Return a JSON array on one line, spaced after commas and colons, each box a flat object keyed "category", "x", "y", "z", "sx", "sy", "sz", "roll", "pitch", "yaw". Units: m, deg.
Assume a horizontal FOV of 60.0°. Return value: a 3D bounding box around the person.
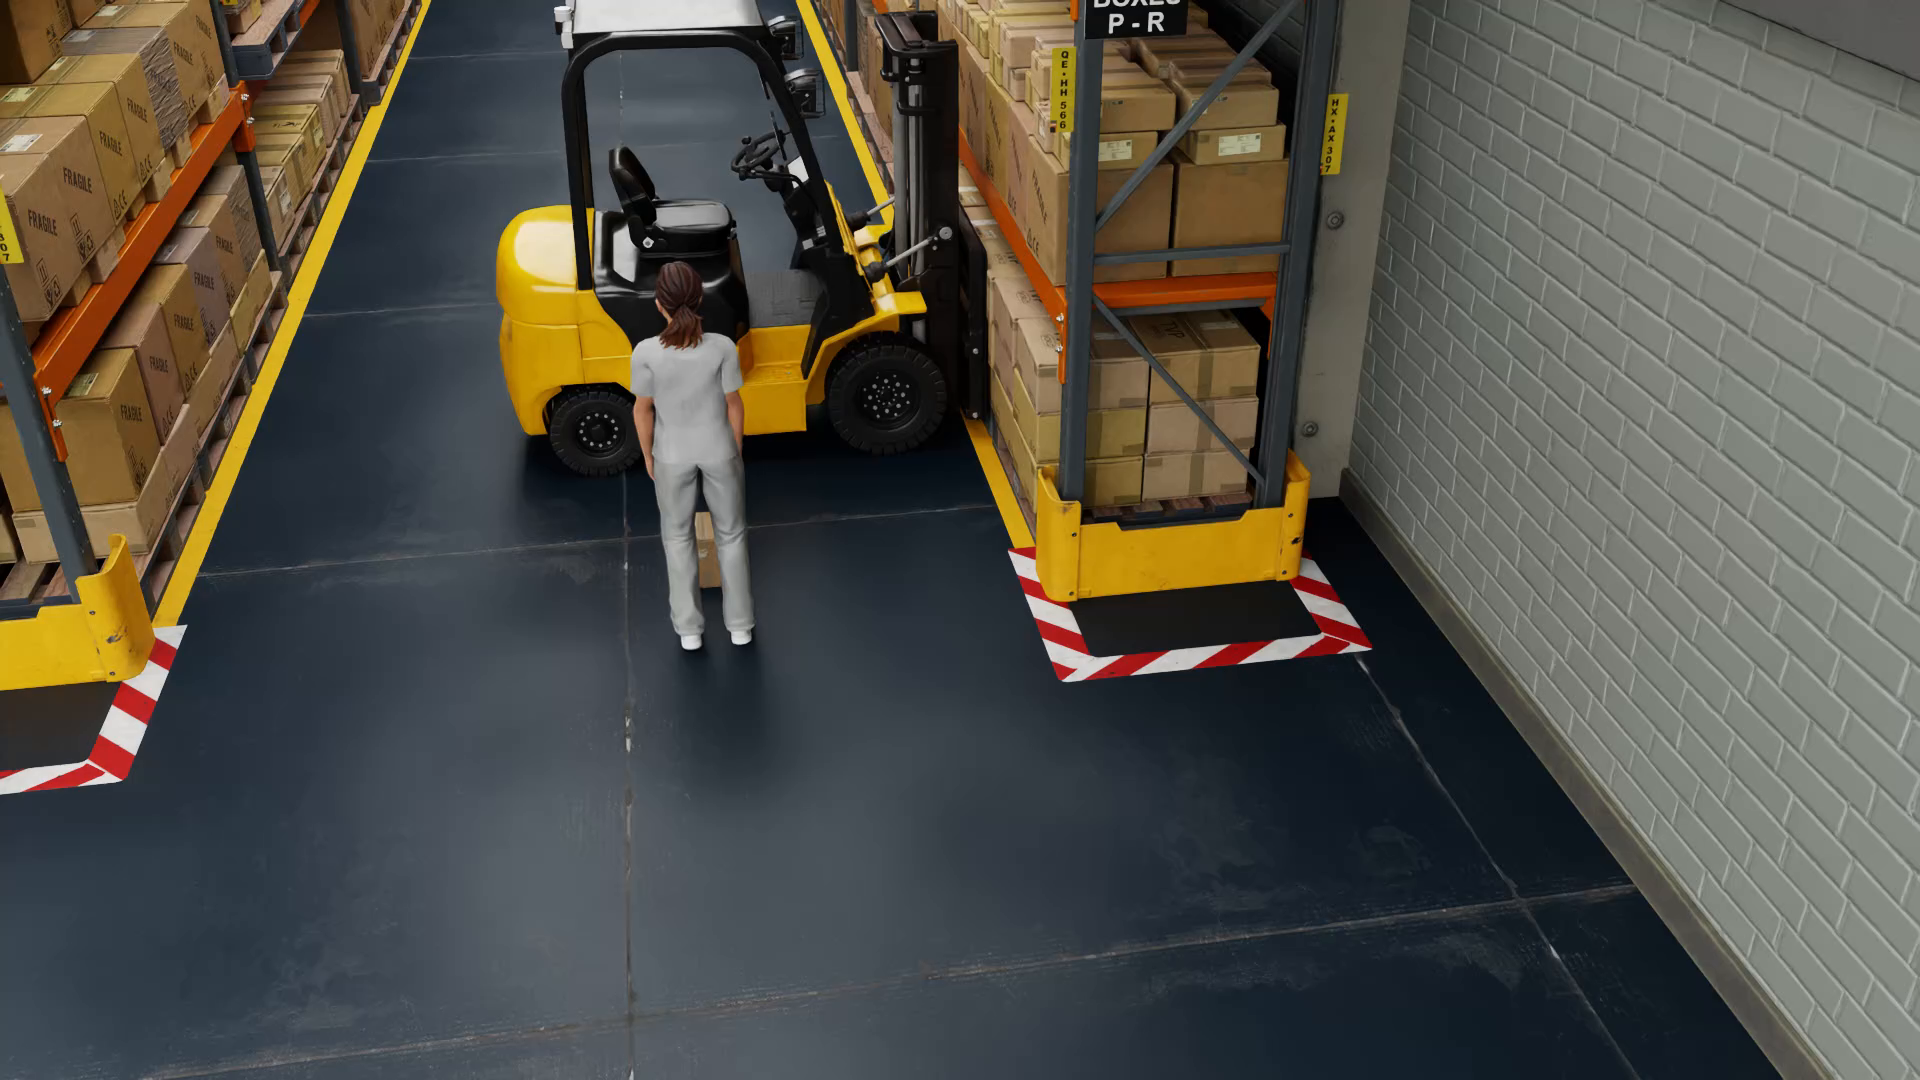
[{"category": "person", "x": -1.066, "y": -0.318, "z": 6.673, "sx": 0.439, "sy": 1.672, "sz": 0.363, "roll": -5, "pitch": 31, "yaw": -8}]
